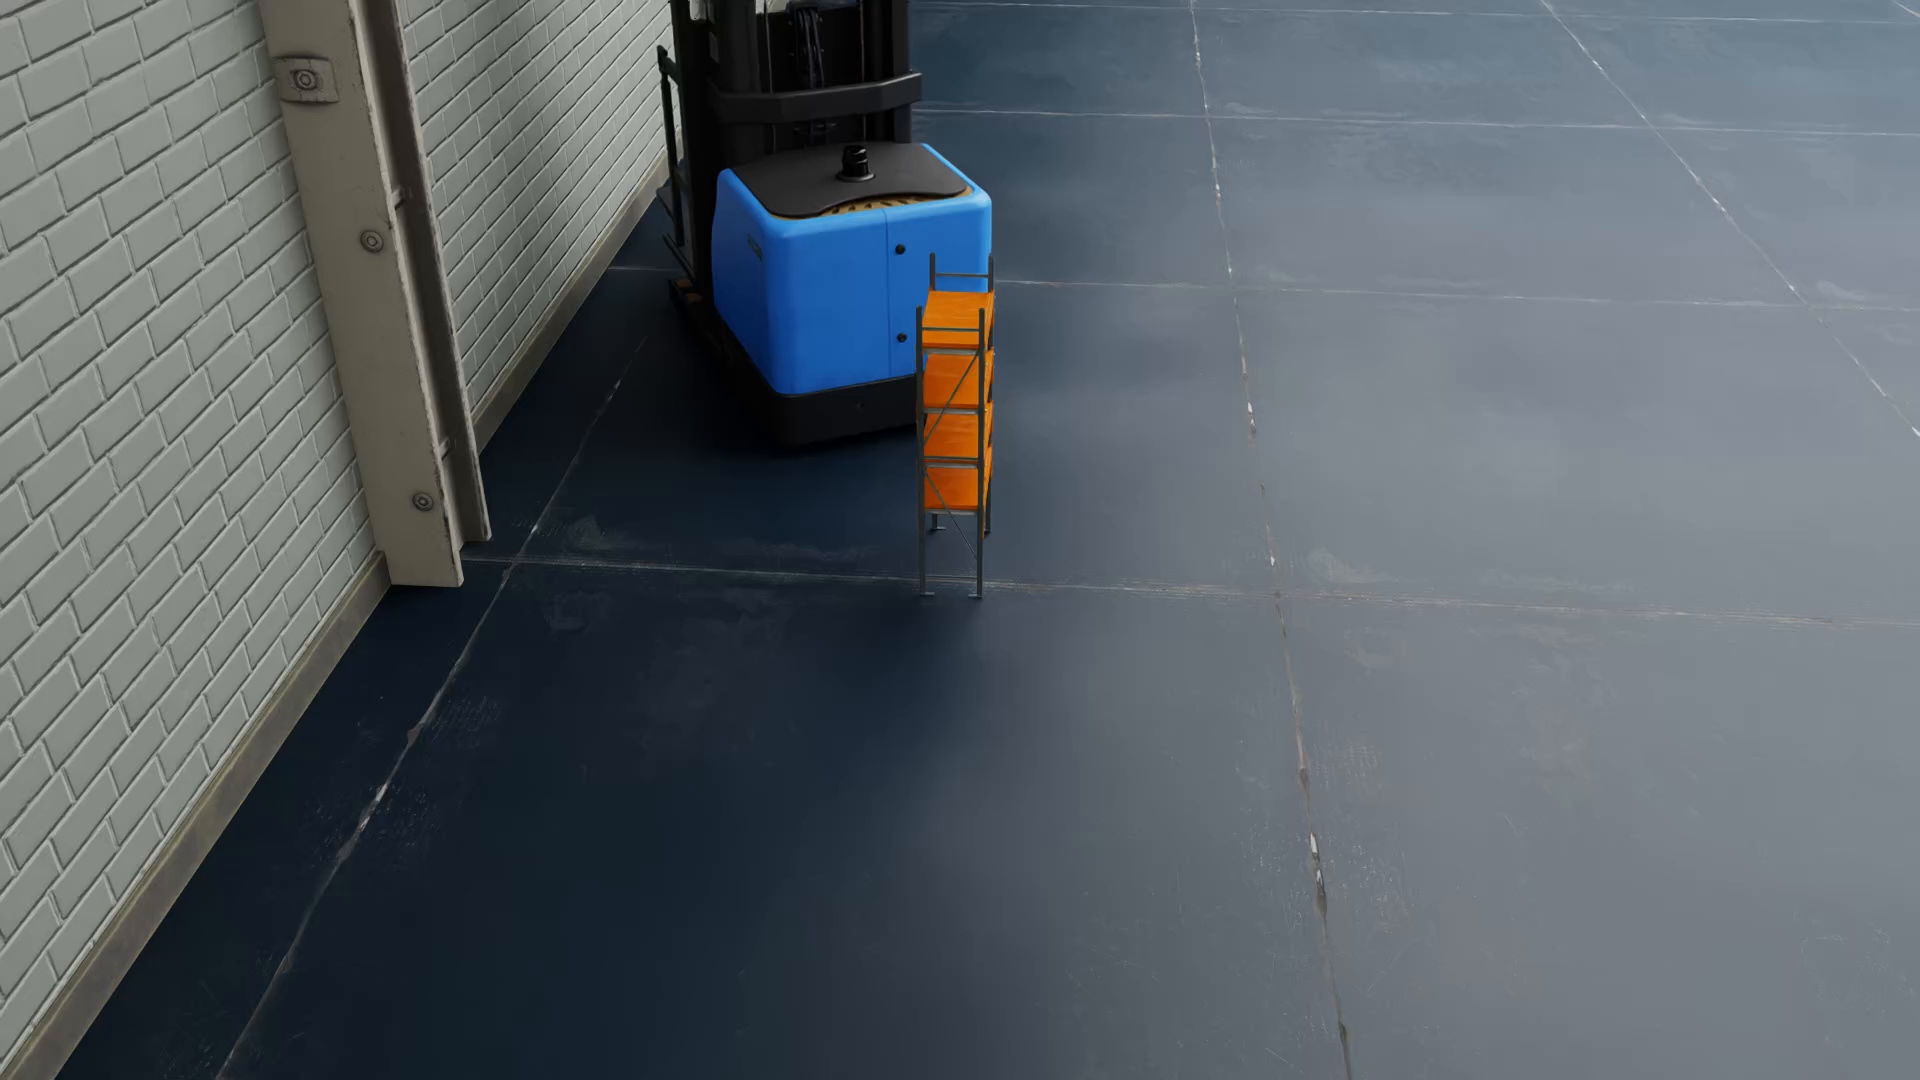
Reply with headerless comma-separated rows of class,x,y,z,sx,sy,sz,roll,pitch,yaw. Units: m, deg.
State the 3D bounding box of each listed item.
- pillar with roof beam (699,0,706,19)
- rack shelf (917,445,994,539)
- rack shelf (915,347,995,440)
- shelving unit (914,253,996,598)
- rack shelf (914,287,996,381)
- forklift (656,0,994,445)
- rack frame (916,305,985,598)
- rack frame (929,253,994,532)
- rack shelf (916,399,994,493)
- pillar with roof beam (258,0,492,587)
pillar with roof beam,2.699,-6.712,9.064,9.100,9.000,0.400,2,32,4
rack shelf,-0.013,-0.198,6.434,0.258,0.148,0.480,2,32,4
rack shelf,-0.013,-0.557,6.213,0.258,0.148,0.480,2,32,4
shelving unit,-0.013,-0.424,6.295,0.258,1.200,0.503,2,32,4
rack shelf,-0.013,-0.759,6.089,0.258,0.148,0.480,2,32,4
forklift,-0.873,-2.424,7.889,1.130,2.935,3.031,-12,34,-19
rack frame,-0.033,-0.297,6.088,0.240,1.200,0.015,2,32,4
rack frame,0.006,-0.552,6.502,0.240,1.200,0.015,2,32,4
rack shelf,-0.013,-0.367,6.330,0.258,0.148,0.480,2,32,4
pillar with roof beam,2.211,-3.575,3.973,9.100,9.000,0.400,2,32,4
